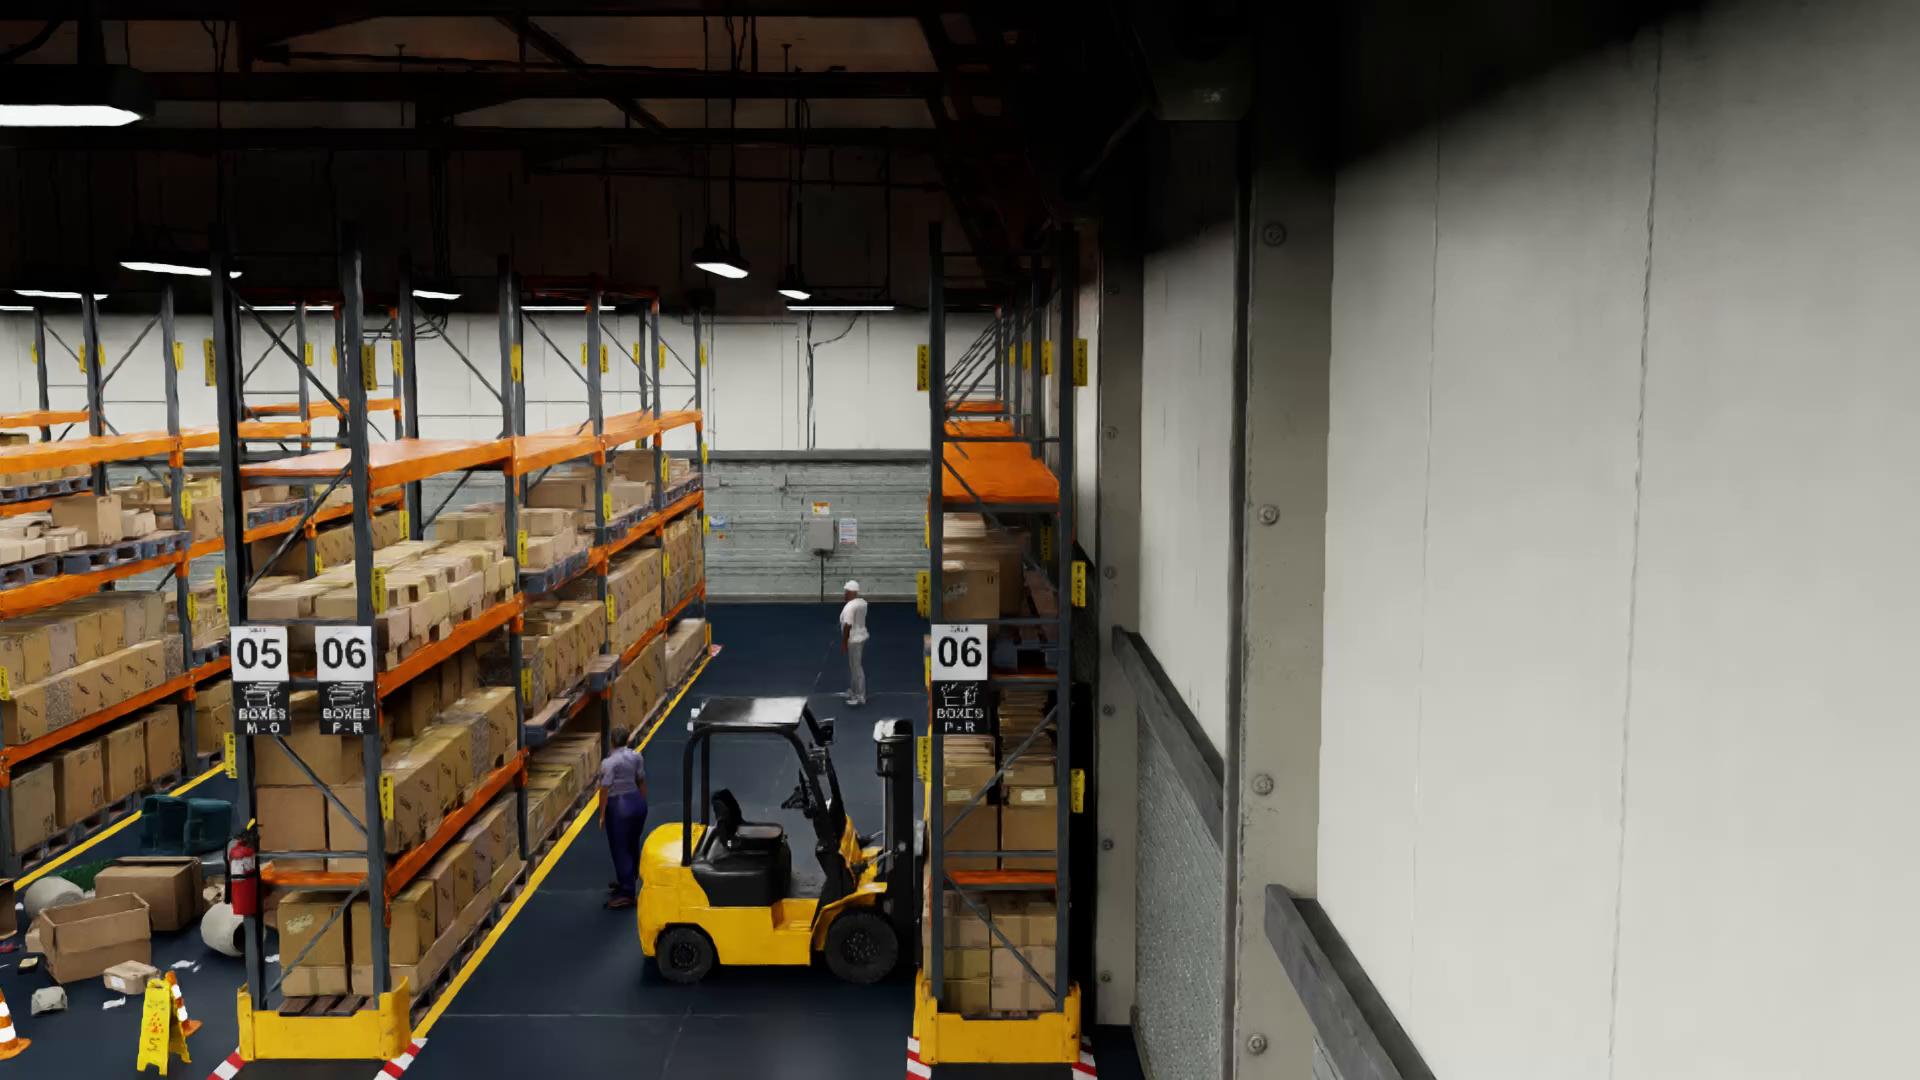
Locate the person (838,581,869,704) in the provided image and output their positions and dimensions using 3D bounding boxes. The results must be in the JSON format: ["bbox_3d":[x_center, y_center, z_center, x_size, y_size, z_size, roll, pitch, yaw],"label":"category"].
[{"bbox_3d":[-1.565,1.463,24.128,0.557,1.764,0.651,2,7,17],"label":"person"}]

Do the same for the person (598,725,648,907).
[{"bbox_3d":[-3.170,2.589,15.524,0.556,1.535,0.599,4,8,32],"label":"person"}]
